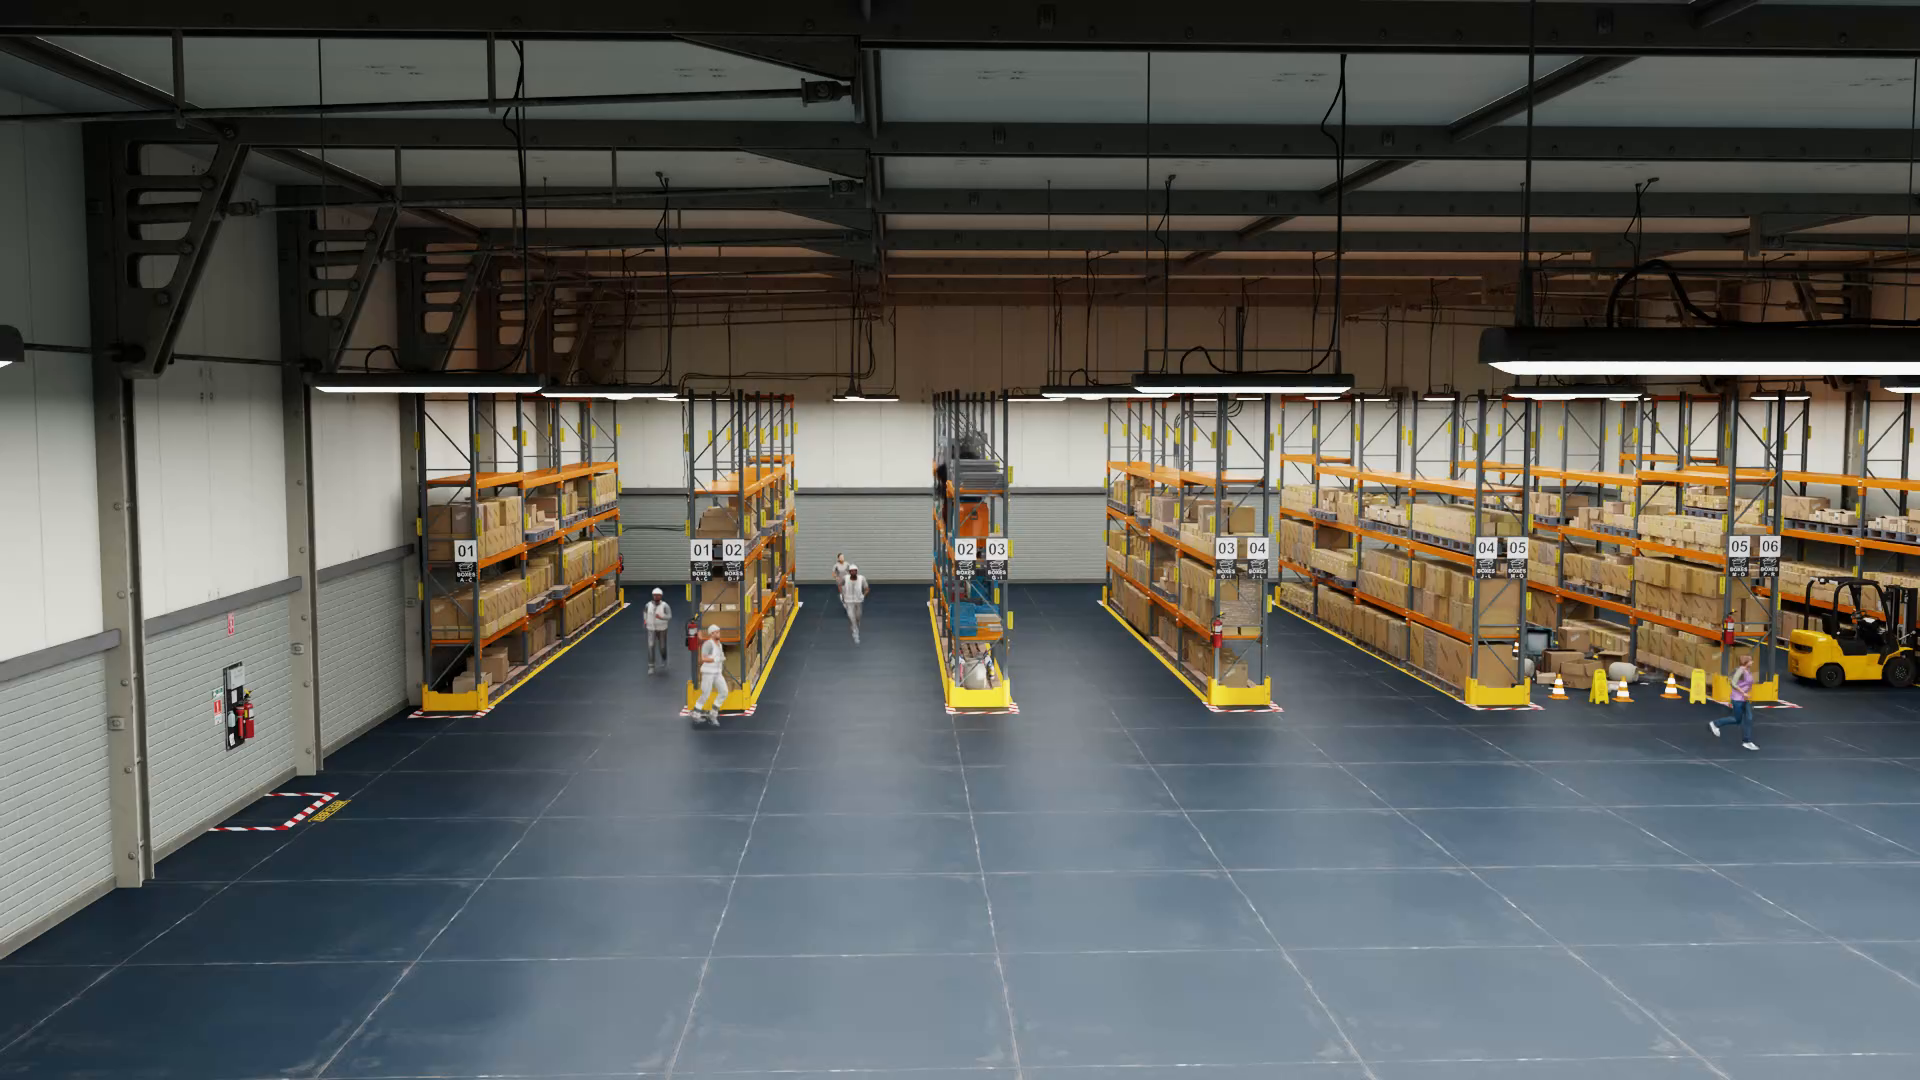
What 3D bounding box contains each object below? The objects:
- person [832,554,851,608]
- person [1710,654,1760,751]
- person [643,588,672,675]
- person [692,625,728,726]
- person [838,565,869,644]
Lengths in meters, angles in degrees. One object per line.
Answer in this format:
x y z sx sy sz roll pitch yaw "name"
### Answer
-3.246 1.174 46.056 0.592 1.611 0.624 -1 5 -16 "person"
13.017 2.685 27.799 0.774 1.579 0.566 5 6 44 "person"
-6.462 1.917 35.489 0.645 1.785 0.904 0 5 0 "person"
-4.407 2.421 29.747 0.719 1.814 0.655 3 5 28 "person"
-2.440 1.447 38.305 0.707 1.782 0.933 -1 5 -6 "person"
